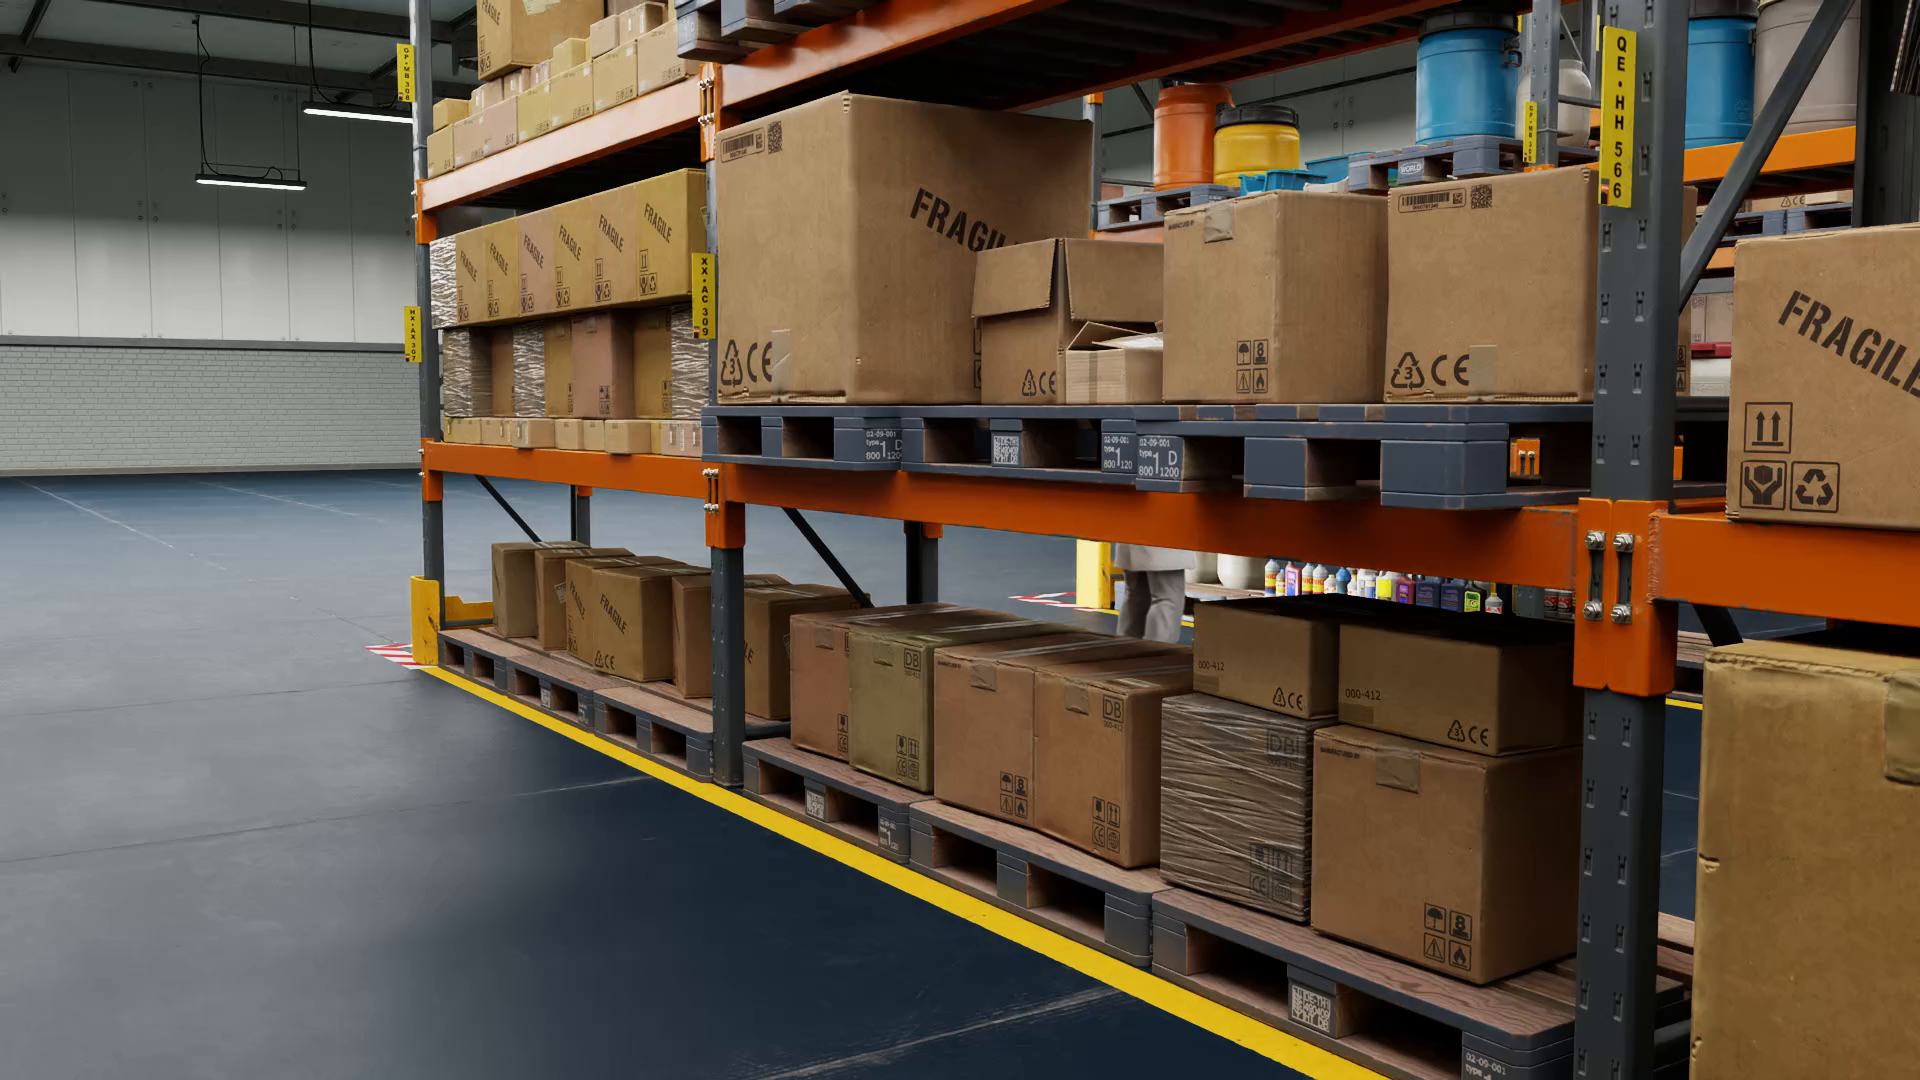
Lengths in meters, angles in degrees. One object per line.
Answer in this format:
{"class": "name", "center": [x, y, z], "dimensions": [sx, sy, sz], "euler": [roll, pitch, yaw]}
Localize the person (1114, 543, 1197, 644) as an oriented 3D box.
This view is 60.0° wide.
{"class": "person", "center": [0.995, -0.069, 8.705], "dimensions": [0.383, 1.776, 0.562], "euler": [-3, 5, -33]}
